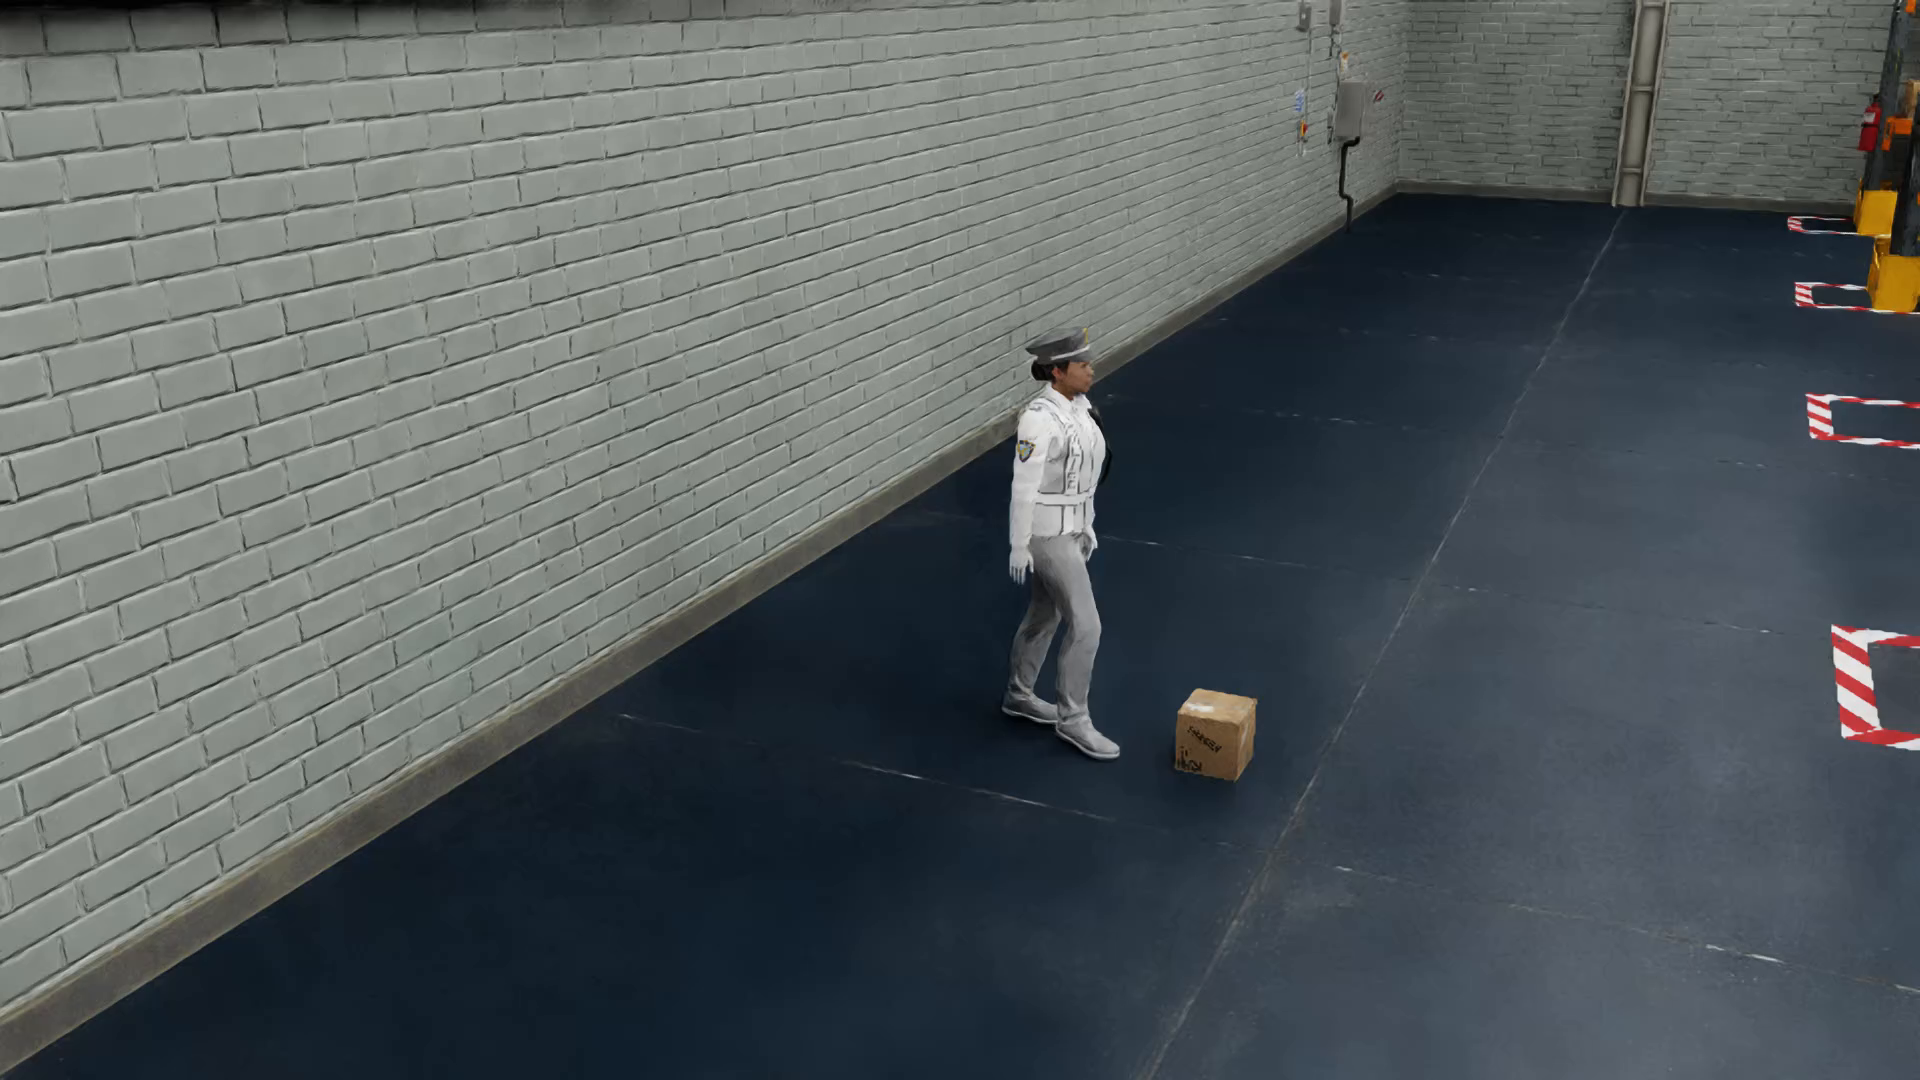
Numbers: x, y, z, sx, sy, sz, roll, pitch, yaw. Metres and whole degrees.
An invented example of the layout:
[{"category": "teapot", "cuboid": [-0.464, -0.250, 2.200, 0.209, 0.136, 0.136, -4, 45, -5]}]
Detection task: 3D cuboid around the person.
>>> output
[{"category": "person", "cuboid": [0.436, -0.025, 6.571, 0.576, 1.682, 0.478, 8, 21, 22]}]
